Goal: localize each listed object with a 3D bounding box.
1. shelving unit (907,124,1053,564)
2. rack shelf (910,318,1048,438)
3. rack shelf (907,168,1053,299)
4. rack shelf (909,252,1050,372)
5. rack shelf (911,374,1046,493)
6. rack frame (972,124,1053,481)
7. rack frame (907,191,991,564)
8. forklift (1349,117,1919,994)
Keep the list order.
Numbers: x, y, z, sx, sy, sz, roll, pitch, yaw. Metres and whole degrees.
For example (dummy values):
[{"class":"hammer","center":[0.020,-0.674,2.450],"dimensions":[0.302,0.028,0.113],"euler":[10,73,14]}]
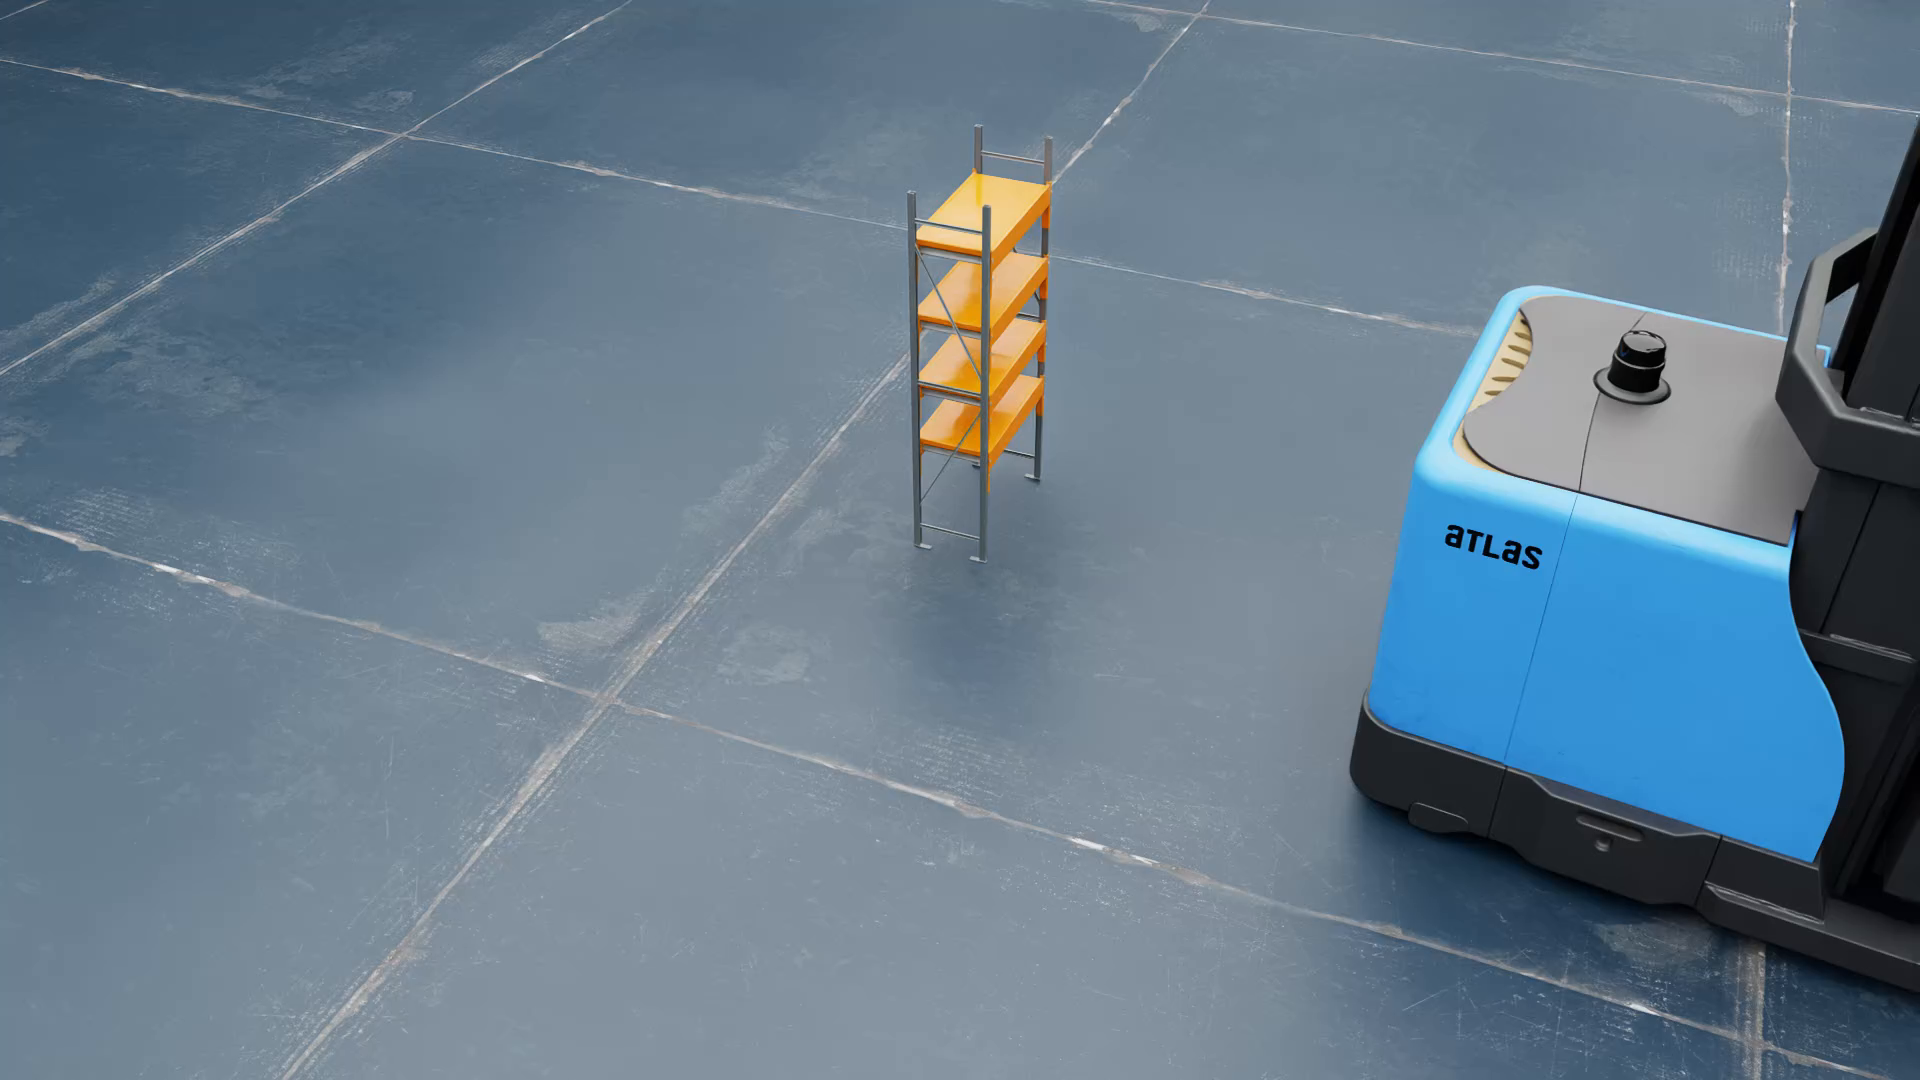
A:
[{"class":"shelving unit","center":[0.063,-0.572,5.013],"dimensions":[0.258,1.200,0.503],"euler":[14,39,18]},{"class":"rack shelf","center":[0.063,-0.518,5.054],"dimensions":[0.258,0.148,0.480],"euler":[14,39,18]},{"class":"rack shelf","center":[0.063,-0.887,4.778],"dimensions":[0.258,0.148,0.480],"euler":[14,39,18]},{"class":"rack shelf","center":[0.063,-0.698,4.920],"dimensions":[0.258,0.148,0.480],"euler":[14,39,18]},{"class":"rack shelf","center":[0.063,-0.359,5.173],"dimensions":[0.258,0.148,0.480],"euler":[14,39,18]},{"class":"rack frame","center":[0.156,-0.707,5.194],"dimensions":[0.240,1.200,0.015],"euler":[14,39,18]},{"class":"rack frame","center":[-0.030,-0.437,4.833],"dimensions":[0.240,1.200,0.015],"euler":[14,39,18]},{"class":"forklift","center":[2.561,-0.342,3.259],"dimensions":[3.031,2.935,1.130],"euler":[17,40,22]}]
